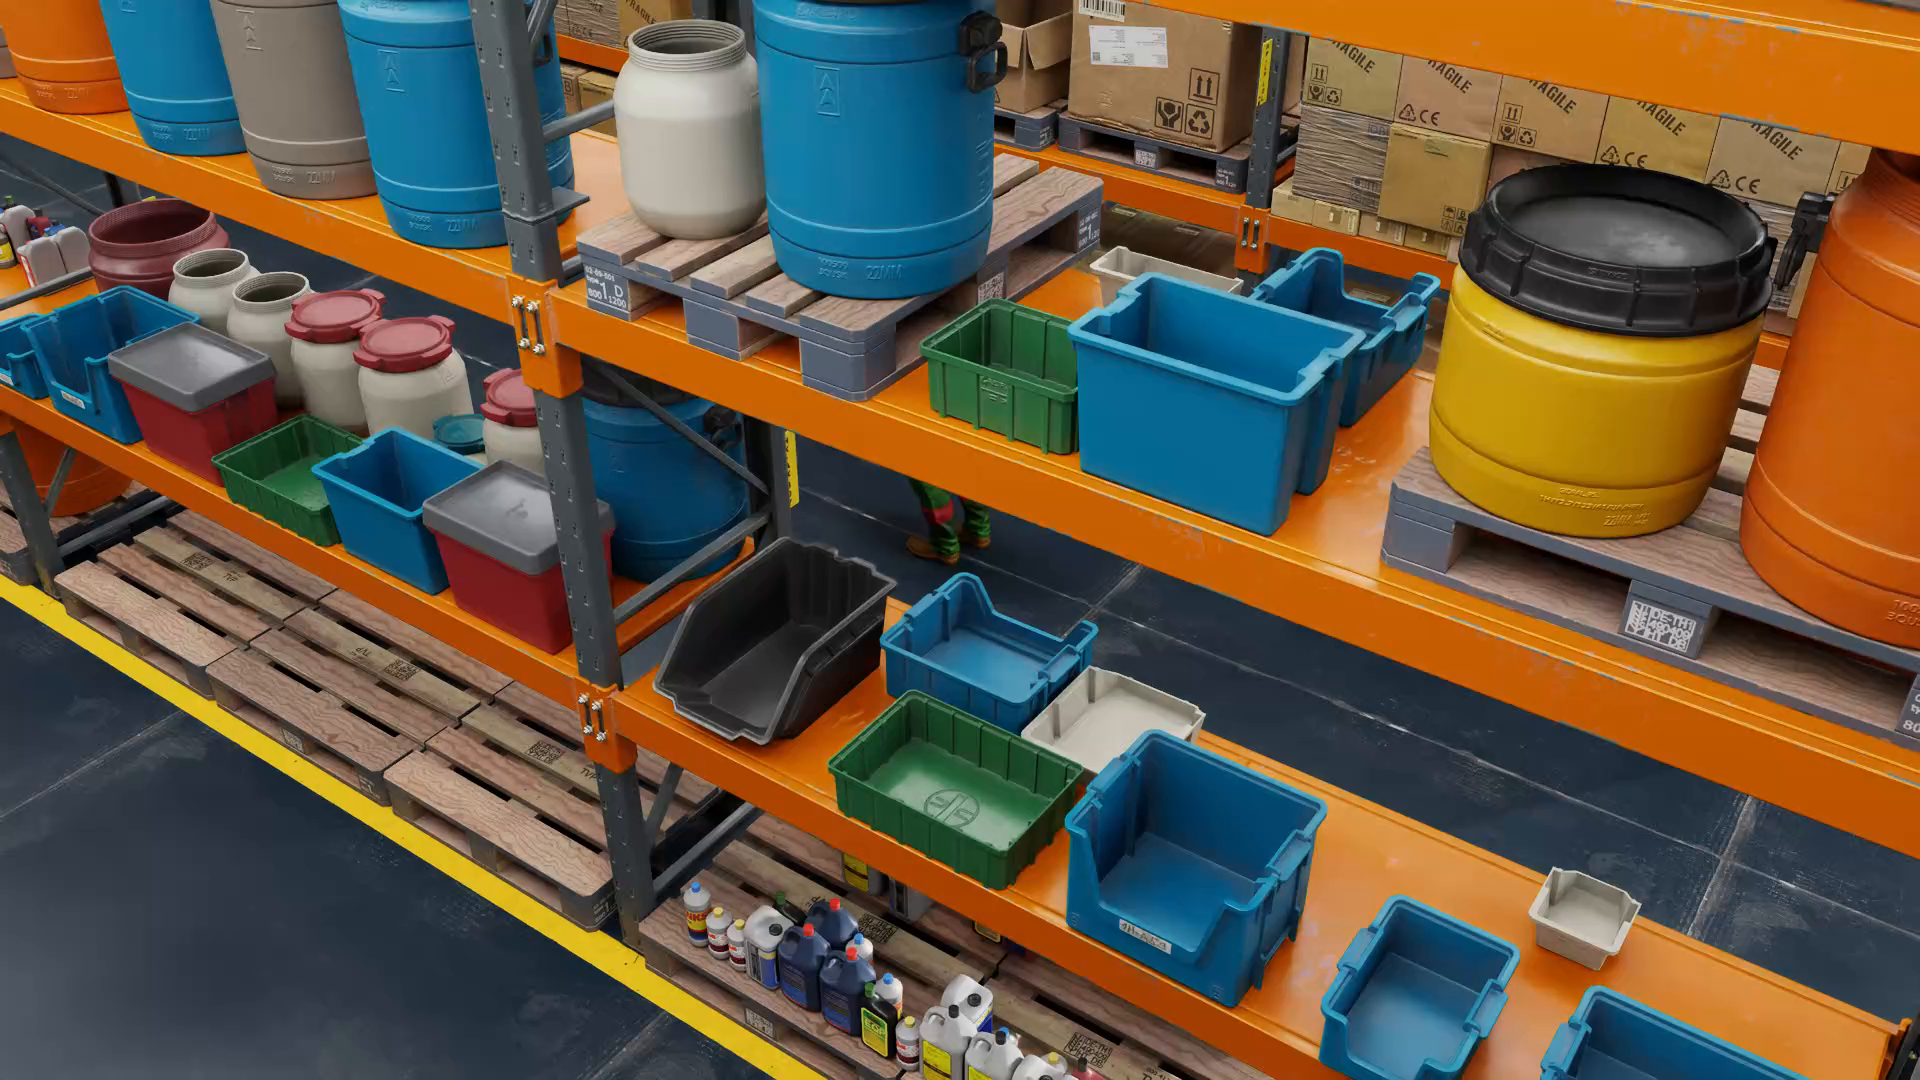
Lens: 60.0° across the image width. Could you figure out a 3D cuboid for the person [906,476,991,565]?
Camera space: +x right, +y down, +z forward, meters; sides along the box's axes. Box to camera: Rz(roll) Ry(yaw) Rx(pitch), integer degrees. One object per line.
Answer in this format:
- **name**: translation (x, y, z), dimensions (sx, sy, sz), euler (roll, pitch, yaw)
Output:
- **person**: translation (-0.197, -0.605, 8.322), dimensions (0.869, 1.434, 0.493), euler (20, 39, 27)
